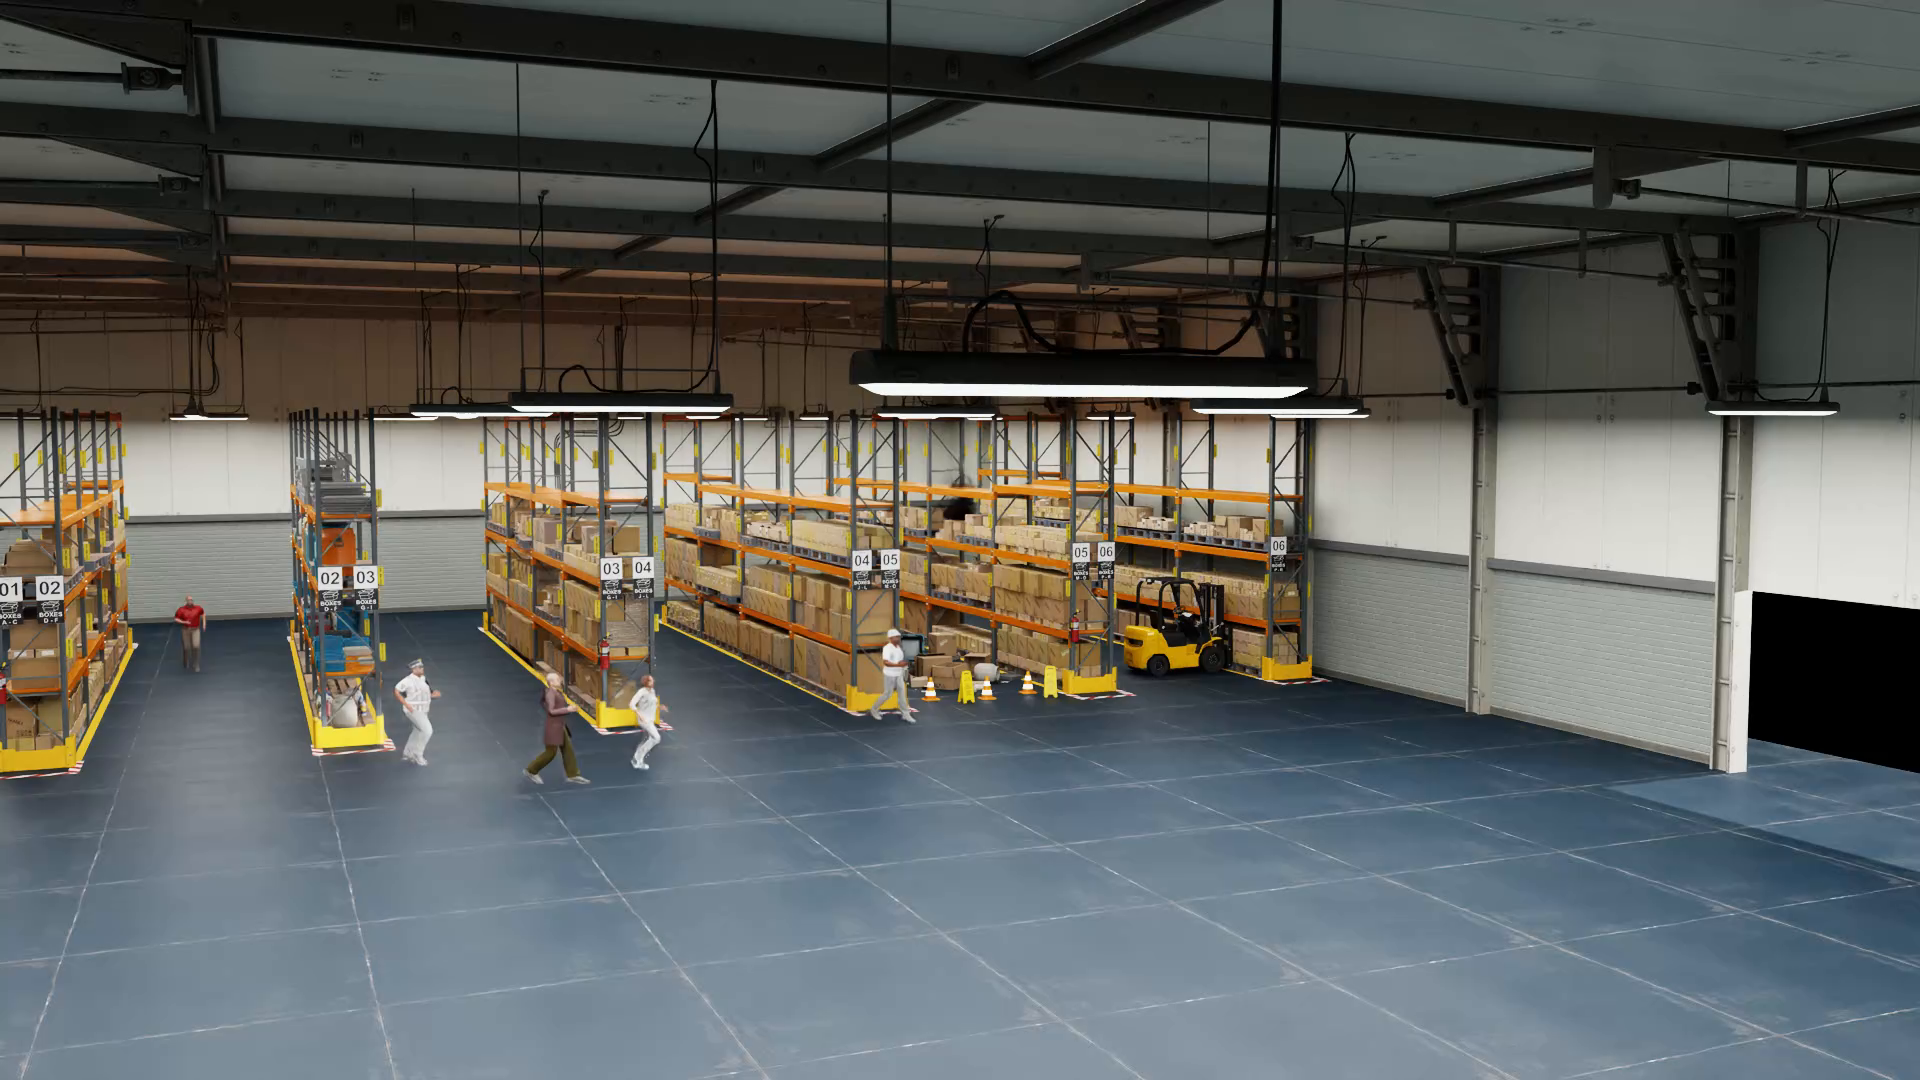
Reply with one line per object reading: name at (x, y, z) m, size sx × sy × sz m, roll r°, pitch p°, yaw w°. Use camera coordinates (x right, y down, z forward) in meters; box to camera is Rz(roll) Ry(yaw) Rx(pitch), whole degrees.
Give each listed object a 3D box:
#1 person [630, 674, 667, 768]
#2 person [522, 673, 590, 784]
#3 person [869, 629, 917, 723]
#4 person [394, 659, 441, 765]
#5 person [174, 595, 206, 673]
person at (-5.151, 3.014, 27.542) m, size 0.585 × 1.547 × 0.517 m, roll 1°, pitch 4°, yaw 10°
person at (-6.352, 2.972, 26.104) m, size 1.034 × 1.784 × 0.698 m, roll 0°, pitch 4°, yaw -3°
person at (-1.286, 2.589, 31.770) m, size 0.937 × 1.786 × 0.716 m, roll 2°, pitch 4°, yaw 25°
person at (-9.087, 2.898, 27.956) m, size 0.697 × 1.818 × 0.653 m, roll 0°, pitch 4°, yaw 7°
person at (-17.815, 2.180, 38.506) m, size 0.682 × 1.806 × 0.792 m, roll -2°, pitch 5°, yaw -31°
